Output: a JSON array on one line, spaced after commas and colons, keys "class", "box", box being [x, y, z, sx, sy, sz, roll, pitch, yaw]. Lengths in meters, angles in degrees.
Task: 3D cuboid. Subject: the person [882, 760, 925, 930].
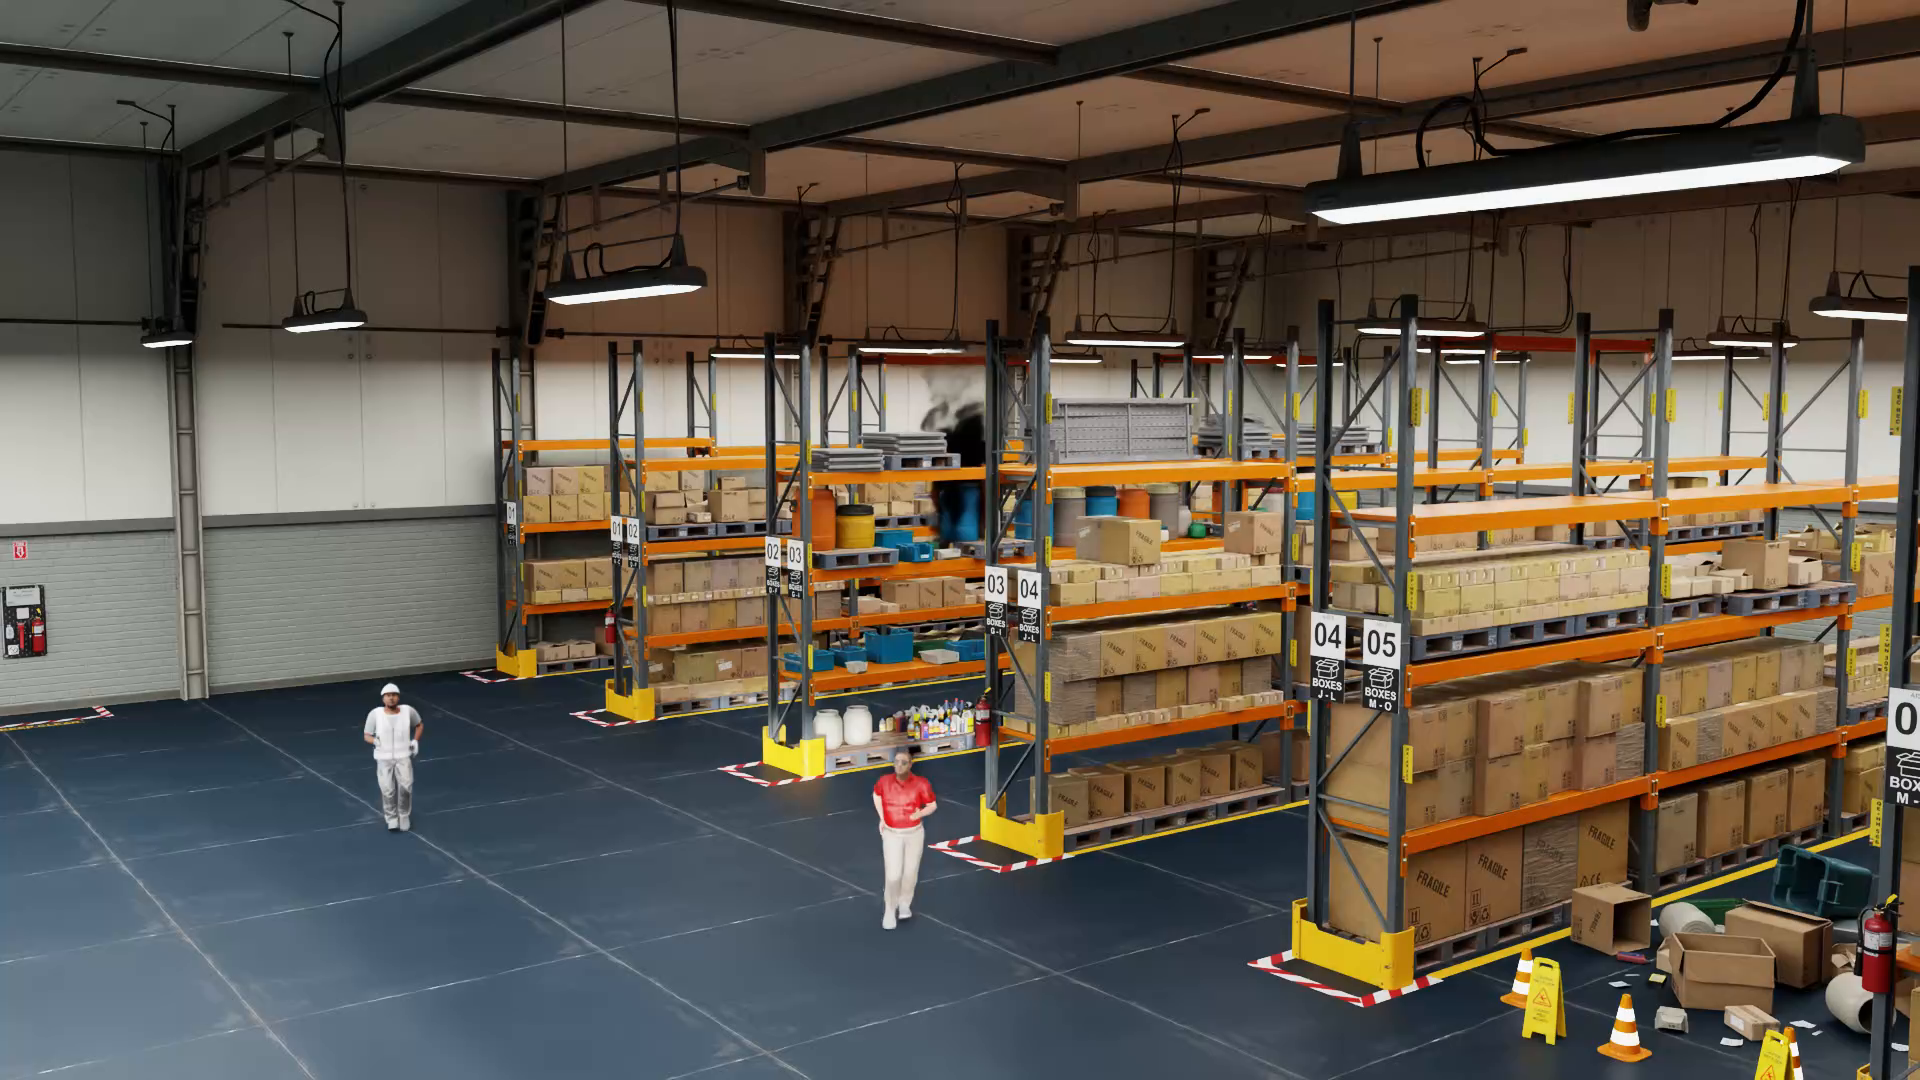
[{"class": "person", "box": [-0.548, 2.949, 16.158, 0.410, 1.708, 0.637, 0, 5, -1]}]

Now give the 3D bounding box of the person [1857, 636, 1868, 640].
[{"class": "person", "box": [13.197, 2.223, 24.272, 0.838, 1.663, 0.588, -4, 6, -36]}]

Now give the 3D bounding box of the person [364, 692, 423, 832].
[{"class": "person", "box": [-6.628, 2.591, 19.495, 0.662, 1.729, 0.630, -2, 5, -19]}]
